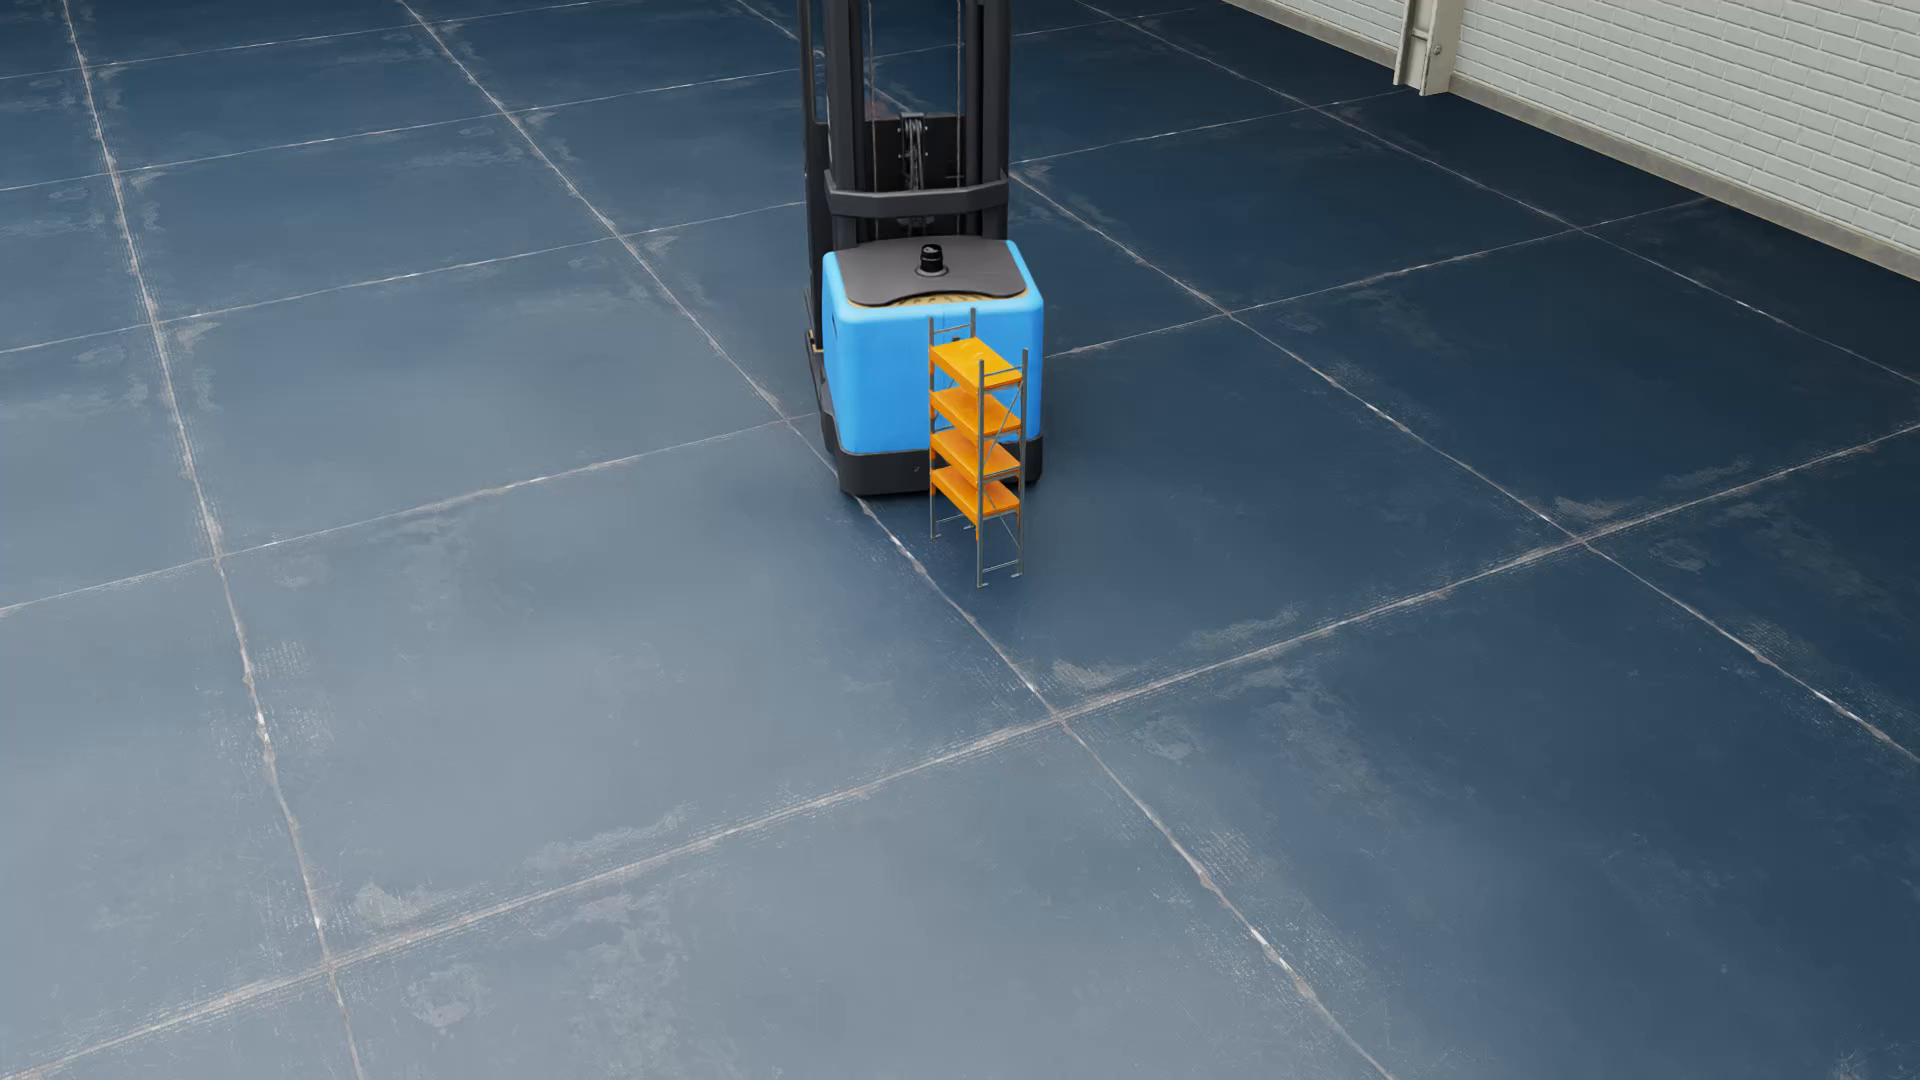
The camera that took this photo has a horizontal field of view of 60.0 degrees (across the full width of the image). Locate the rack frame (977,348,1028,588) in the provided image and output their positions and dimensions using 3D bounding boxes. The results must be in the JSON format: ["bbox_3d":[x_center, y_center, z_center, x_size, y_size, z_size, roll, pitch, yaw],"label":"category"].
[{"bbox_3d":[0.191,-0.310,7.621,0.240,1.200,0.015,-16,36,-23],"label":"rack frame"}]

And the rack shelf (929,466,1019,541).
[{"bbox_3d":[0.077,-0.202,7.946,0.258,0.148,0.480,-16,36,-23],"label":"rack shelf"}]

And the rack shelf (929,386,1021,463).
[{"bbox_3d":[0.077,-0.558,7.719,0.258,0.148,0.480,-16,36,-23],"label":"rack shelf"}]

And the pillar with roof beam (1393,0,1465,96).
[{"bbox_3d":[0.175,-6.616,10.234,9.100,9.000,0.400,-16,36,-23],"label":"pillar with roof beam"}]

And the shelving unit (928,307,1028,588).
[{"bbox_3d":[0.077,-0.426,7.803,0.258,1.200,0.503,-16,36,-23],"label":"shelving unit"}]

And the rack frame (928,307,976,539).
[{"bbox_3d":[-0.037,-0.543,7.985,0.240,1.200,0.015,-16,36,-23],"label":"rack frame"}]

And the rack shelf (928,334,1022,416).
[{"bbox_3d":[0.077,-0.757,7.591,0.258,0.148,0.480,-16,36,-23],"label":"rack shelf"}]

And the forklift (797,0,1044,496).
[{"bbox_3d":[-0.323,-2.243,9.034,1.130,2.935,3.031,-5,33,-8],"label":"forklift"}]

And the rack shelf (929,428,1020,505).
[{"bbox_3d":[0.077,-0.370,7.839,0.258,0.148,0.480,-16,36,-23],"label":"rack shelf"}]
